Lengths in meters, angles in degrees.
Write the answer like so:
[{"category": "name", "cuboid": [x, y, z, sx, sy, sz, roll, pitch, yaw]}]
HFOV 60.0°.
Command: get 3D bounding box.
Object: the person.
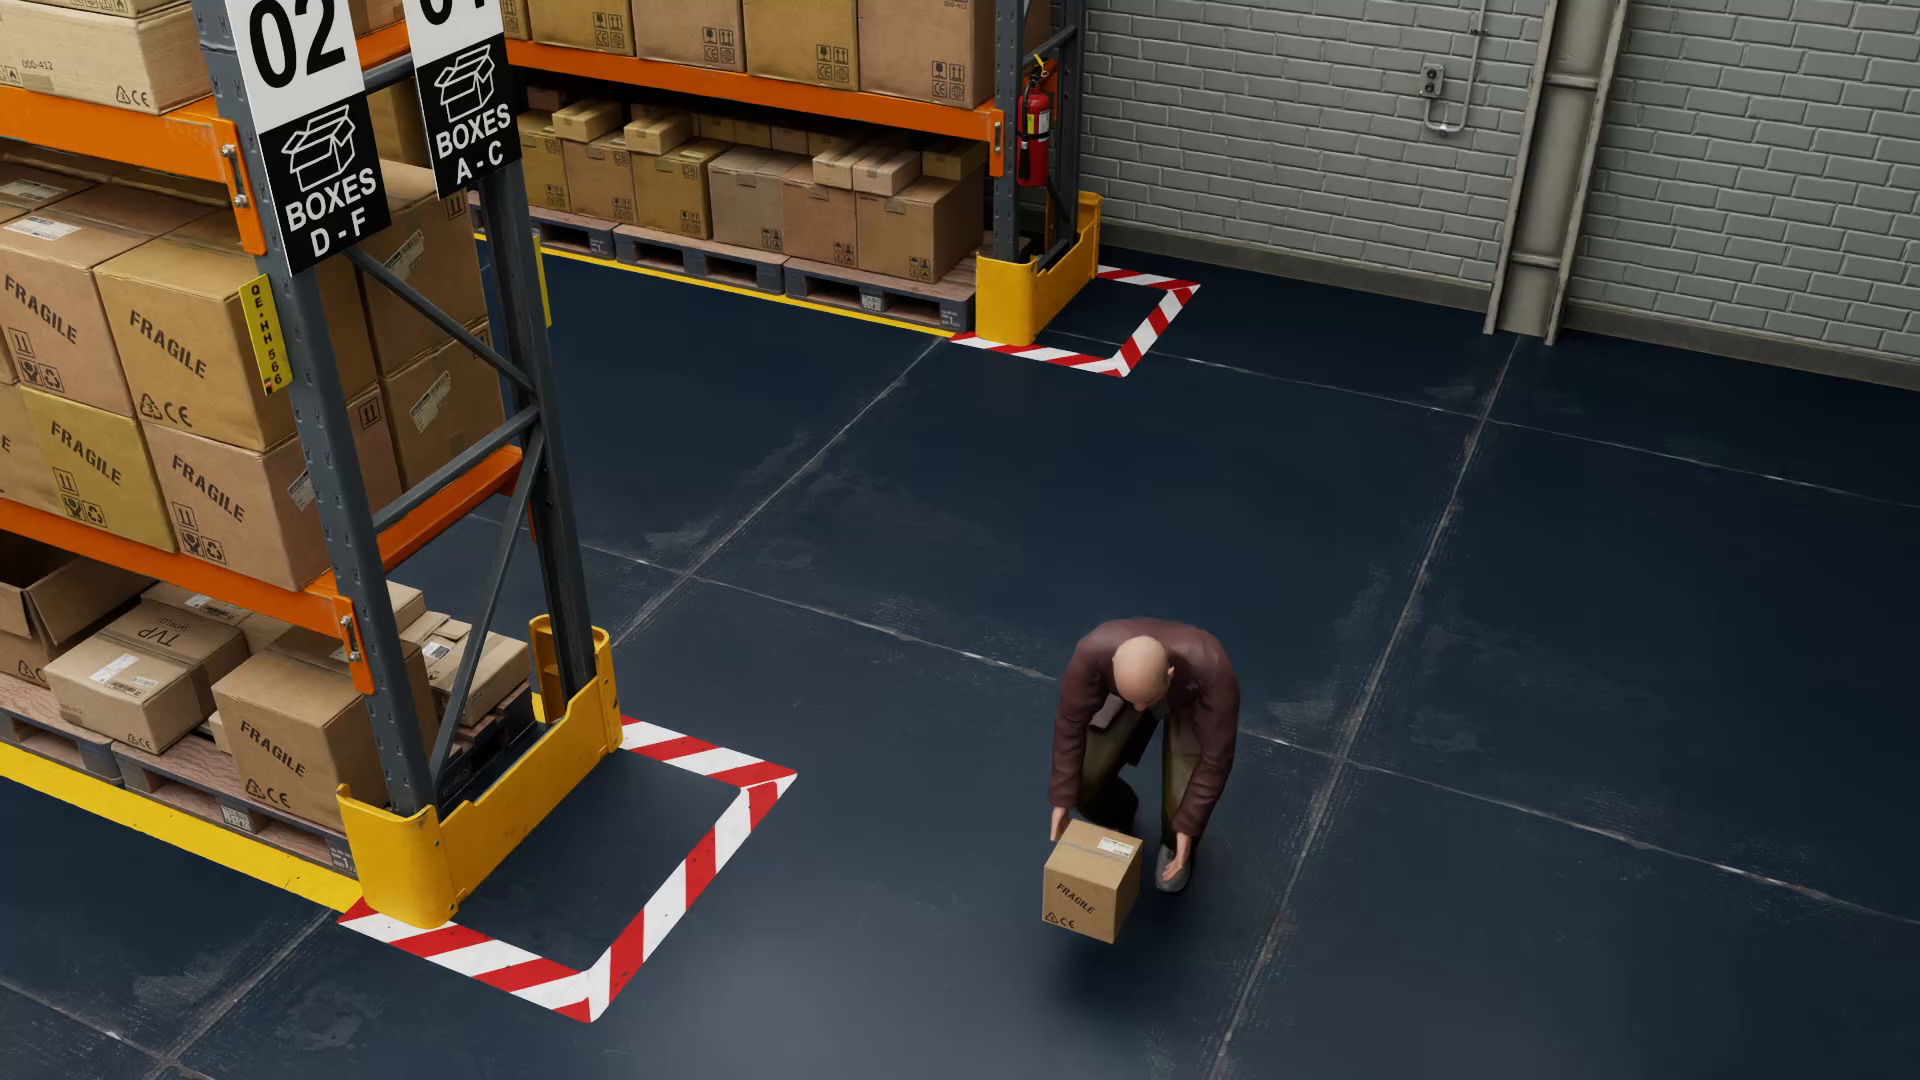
[{"category": "person", "cuboid": [0.659, 0.666, 5.647, 0.629, 1.221, 0.809, 14, 36, 20]}]
